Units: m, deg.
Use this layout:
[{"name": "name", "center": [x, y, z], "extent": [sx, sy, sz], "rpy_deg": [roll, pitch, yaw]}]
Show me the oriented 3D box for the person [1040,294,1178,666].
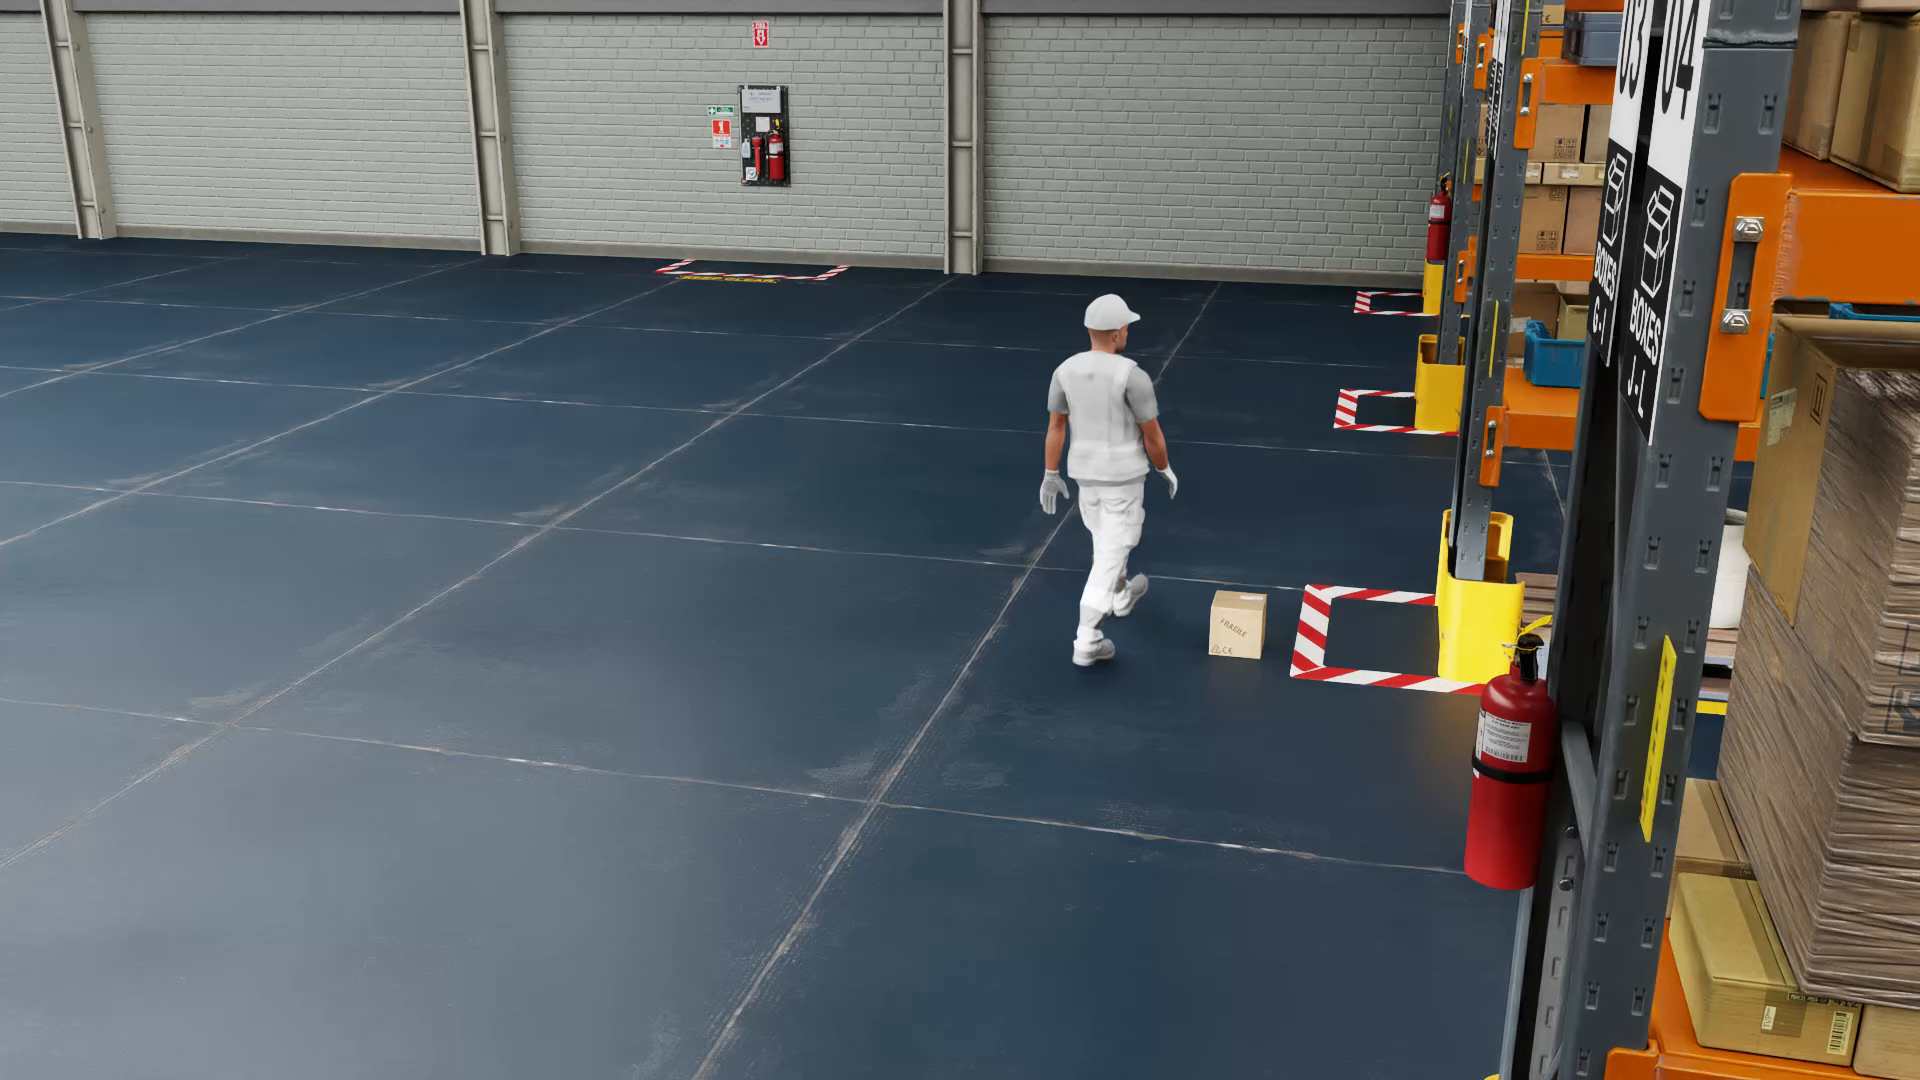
[{"name": "person", "center": [0.779, -0.342, 8.093], "extent": [0.563, 1.736, 1.008], "rpy_deg": [14, 23, 37]}]
